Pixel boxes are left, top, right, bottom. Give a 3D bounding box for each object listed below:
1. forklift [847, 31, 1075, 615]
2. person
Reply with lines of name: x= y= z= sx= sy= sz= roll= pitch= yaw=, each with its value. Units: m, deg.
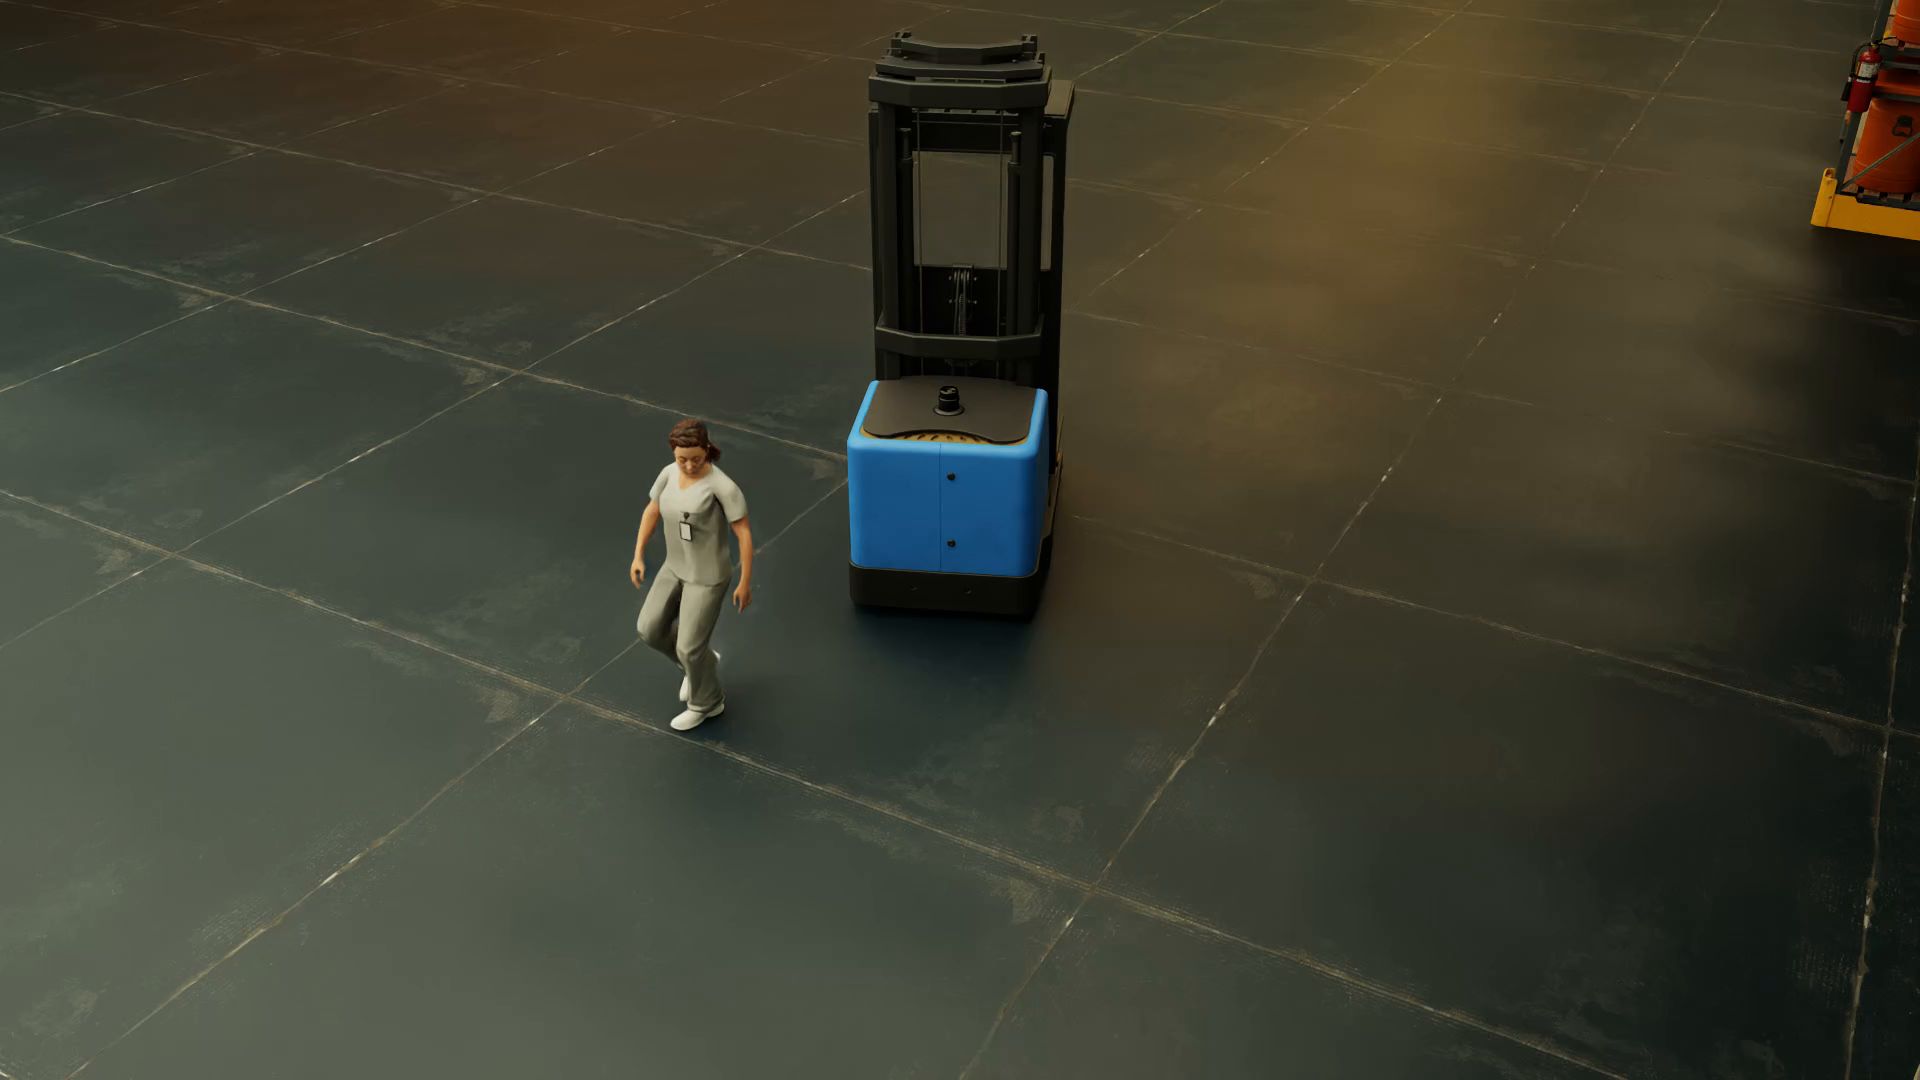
forklift: x=0.072 y=-1.572 z=9.794 sx=1.130 sy=2.935 sz=3.031 roll=3 pitch=30 yaw=6
person: x=-1.268 y=0.185 z=8.043 sx=0.670 sy=1.644 sz=0.463 roll=25 pitch=38 yaw=36
